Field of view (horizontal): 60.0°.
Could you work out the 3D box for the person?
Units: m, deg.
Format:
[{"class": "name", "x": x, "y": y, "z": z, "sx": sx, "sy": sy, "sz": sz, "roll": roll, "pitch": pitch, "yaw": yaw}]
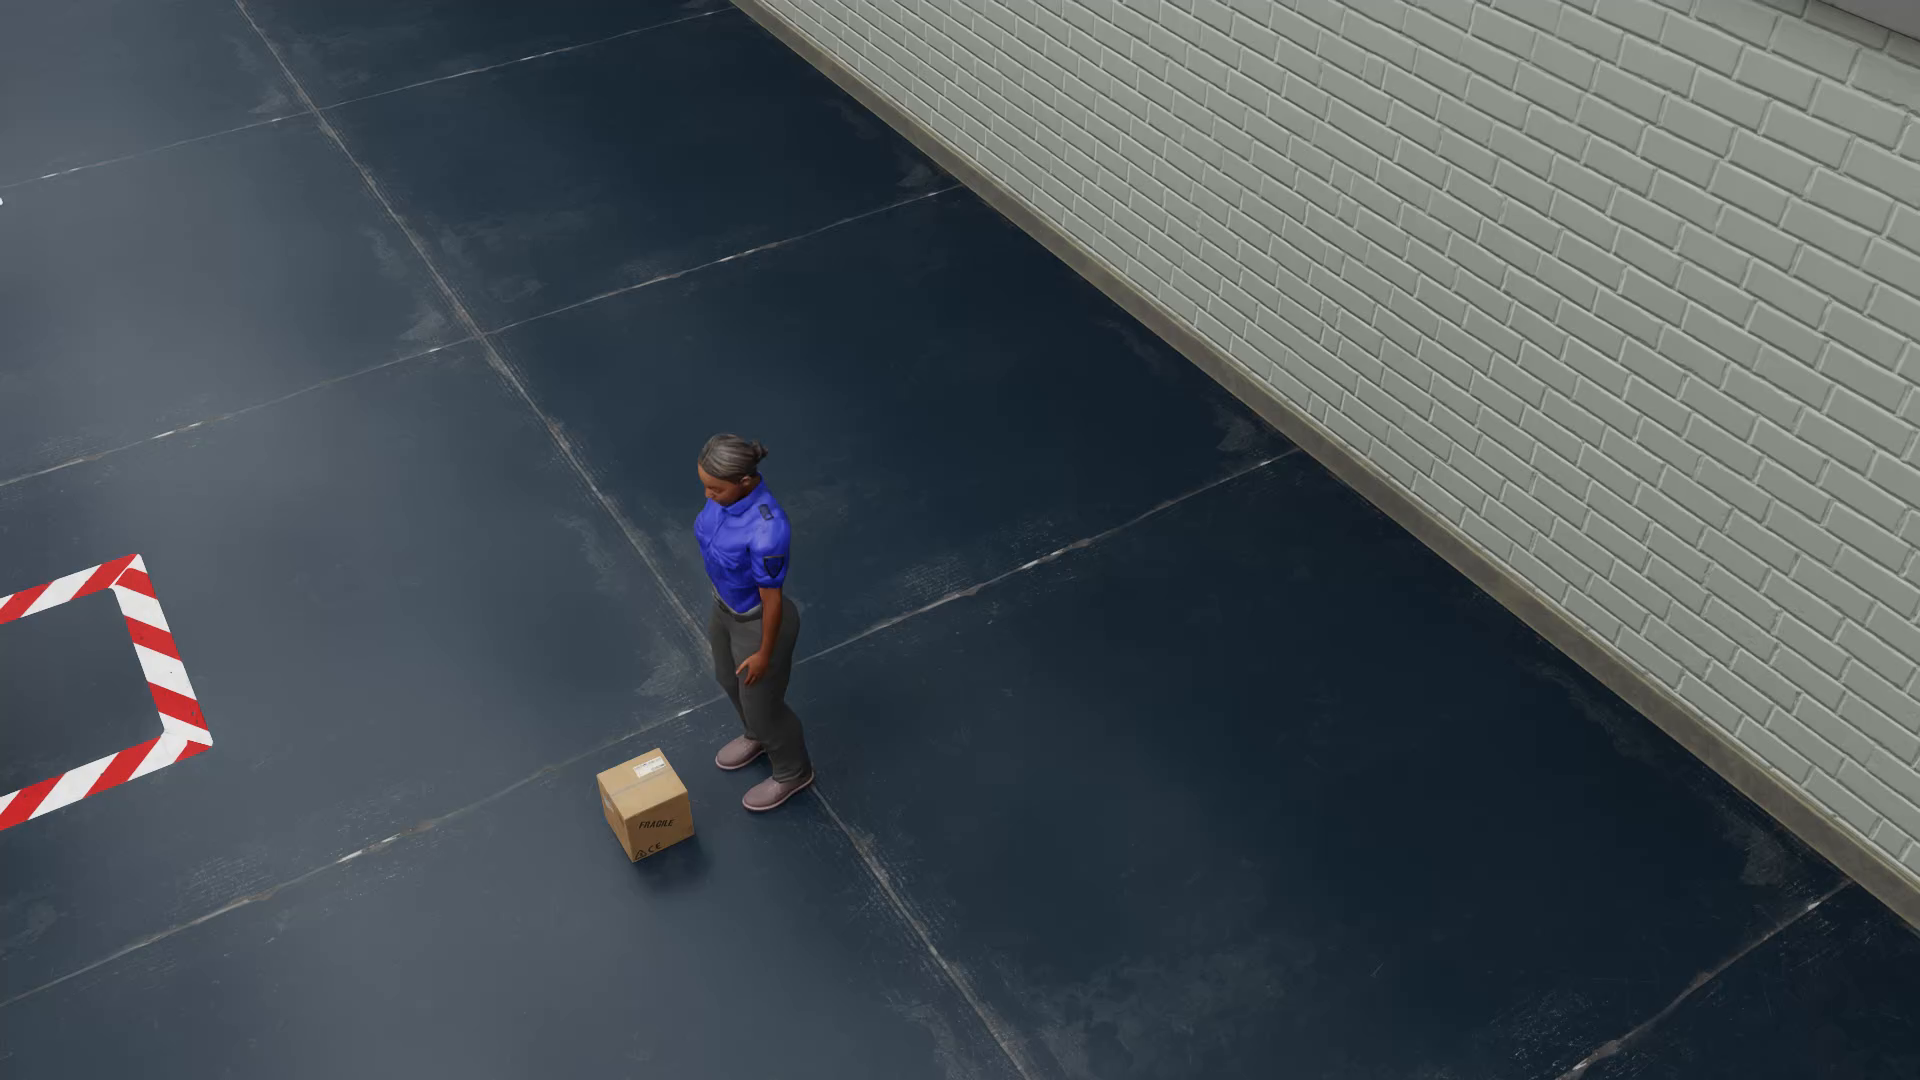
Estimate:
[{"class": "person", "x": -0.732, "y": 0.288, "z": 5.845, "sx": 0.305, "sy": 1.650, "sz": 0.441, "roll": -22, "pitch": 46, "yaw": -23}]
